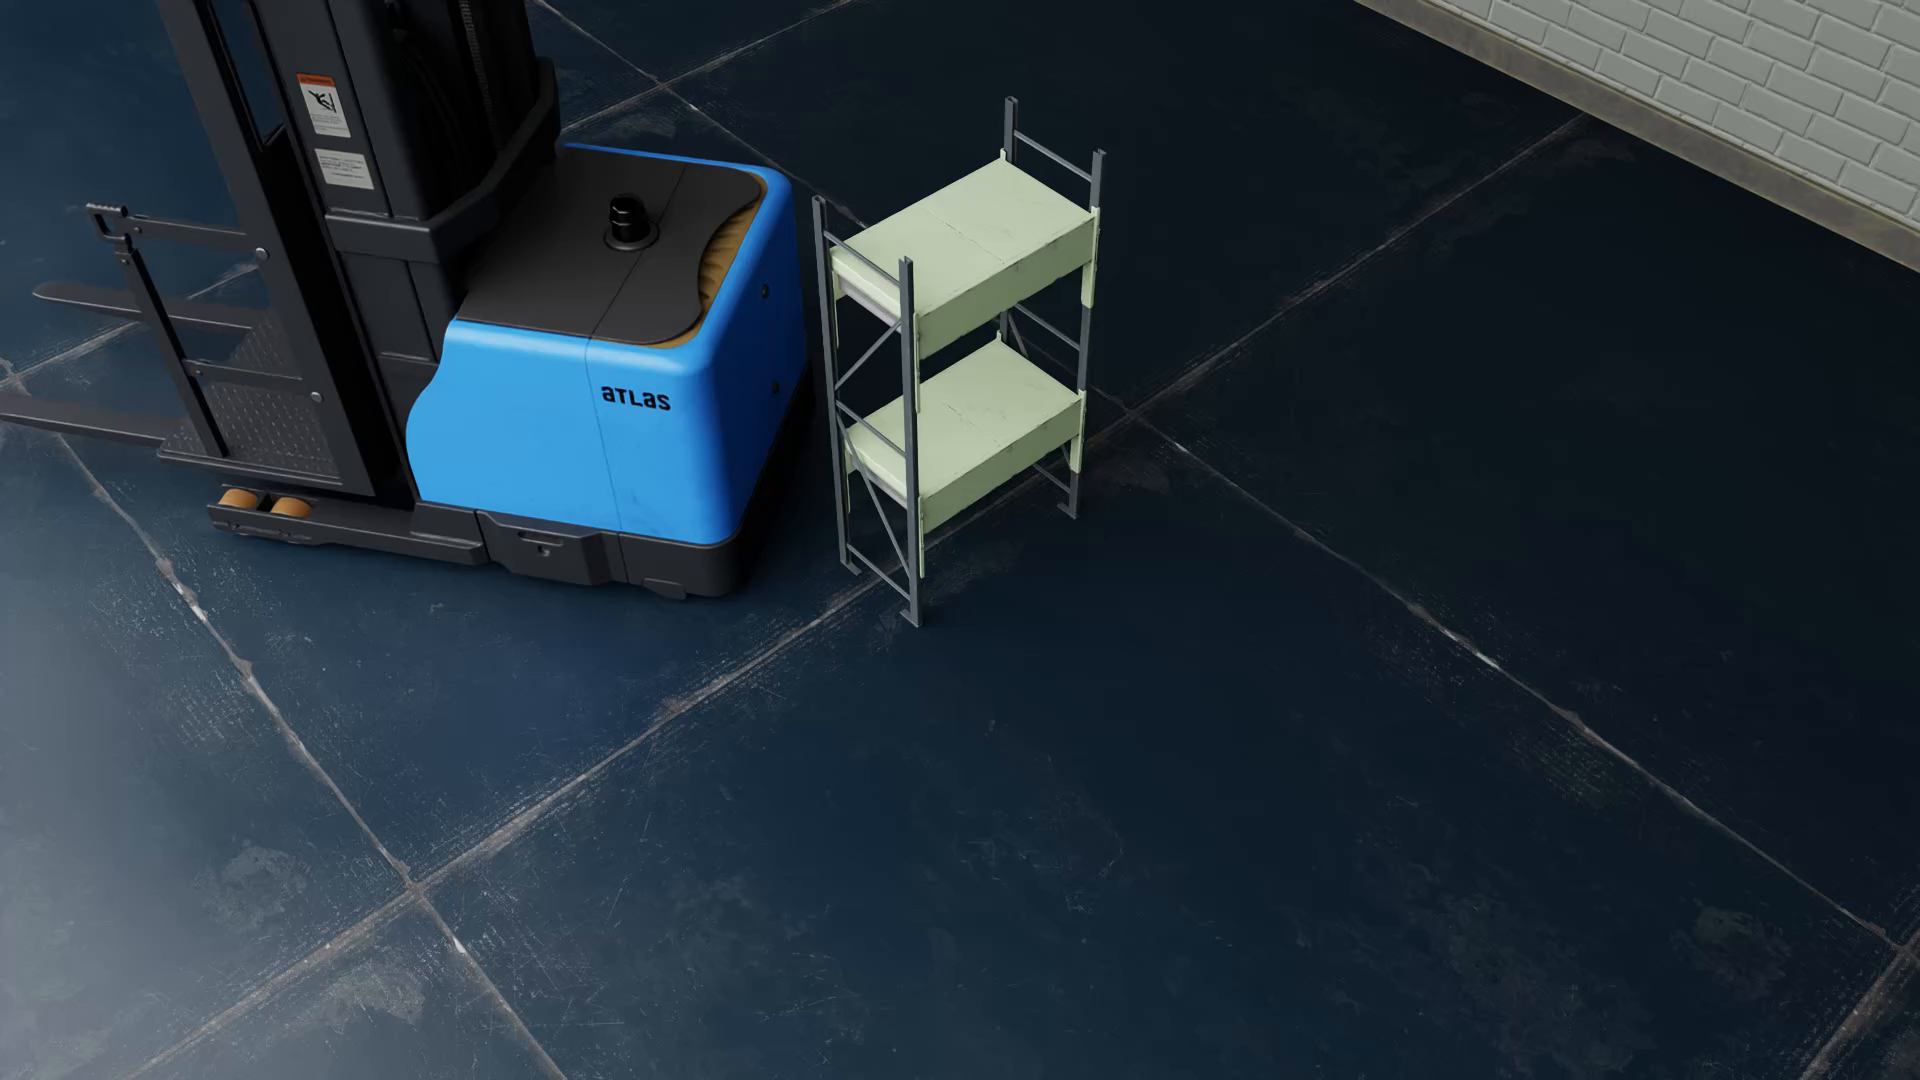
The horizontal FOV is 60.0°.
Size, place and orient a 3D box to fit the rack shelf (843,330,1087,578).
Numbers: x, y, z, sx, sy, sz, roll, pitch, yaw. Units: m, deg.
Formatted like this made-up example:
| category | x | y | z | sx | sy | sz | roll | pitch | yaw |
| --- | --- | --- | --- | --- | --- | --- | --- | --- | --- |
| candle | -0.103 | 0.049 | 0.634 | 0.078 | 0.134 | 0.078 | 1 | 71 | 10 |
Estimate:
| category | x | y | z | sx | sy | sz | roll | pitch | yaw |
| --- | --- | --- | --- | --- | --- | --- | --- | --- | --- |
| rack shelf | 0.005 | -0.291 | 5.441 | 0.720 | 0.370 | 0.431 | -34 | 56 | -27 |

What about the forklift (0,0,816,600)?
| category | x | y | z | sx | sy | sz | roll | pitch | yaw |
| --- | --- | --- | --- | --- | --- | --- | --- | --- | --- |
| forklift | -2.100 | -1.350 | 5.002 | 3.031 | 2.935 | 1.130 | 9 | 48 | 8 |

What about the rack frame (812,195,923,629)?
| category | x | y | z | sx | sy | sz | roll | pitch | yaw |
| --- | --- | --- | --- | --- | --- | --- | --- | --- | --- |
| rack frame | -0.266 | -0.331 | 5.035 | 0.023 | 1.500 | 0.400 | -34 | 56 | -27 |

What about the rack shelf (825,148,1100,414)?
| category | x | y | z | sx | sy | sz | roll | pitch | yaw |
| --- | --- | --- | --- | --- | --- | --- | --- | --- | --- |
| rack shelf | 0.005 | -0.777 | 4.915 | 0.720 | 0.370 | 0.431 | -34 | 56 | -27 |

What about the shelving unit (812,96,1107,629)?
| category | x | y | z | sx | sy | sz | roll | pitch | yaw |
| --- | --- | --- | --- | --- | --- | --- | --- | --- | --- |
| shelving unit | 0.005 | -0.512 | 5.202 | 0.755 | 1.500 | 0.431 | -34 | 56 | -27 |

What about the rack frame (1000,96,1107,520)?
| category | x | y | z | sx | sy | sz | roll | pitch | yaw |
| --- | --- | --- | --- | --- | --- | --- | --- | --- | --- |
| rack frame | 0.276 | -0.693 | 5.369 | 0.023 | 1.500 | 0.400 | -34 | 56 | -27 |
